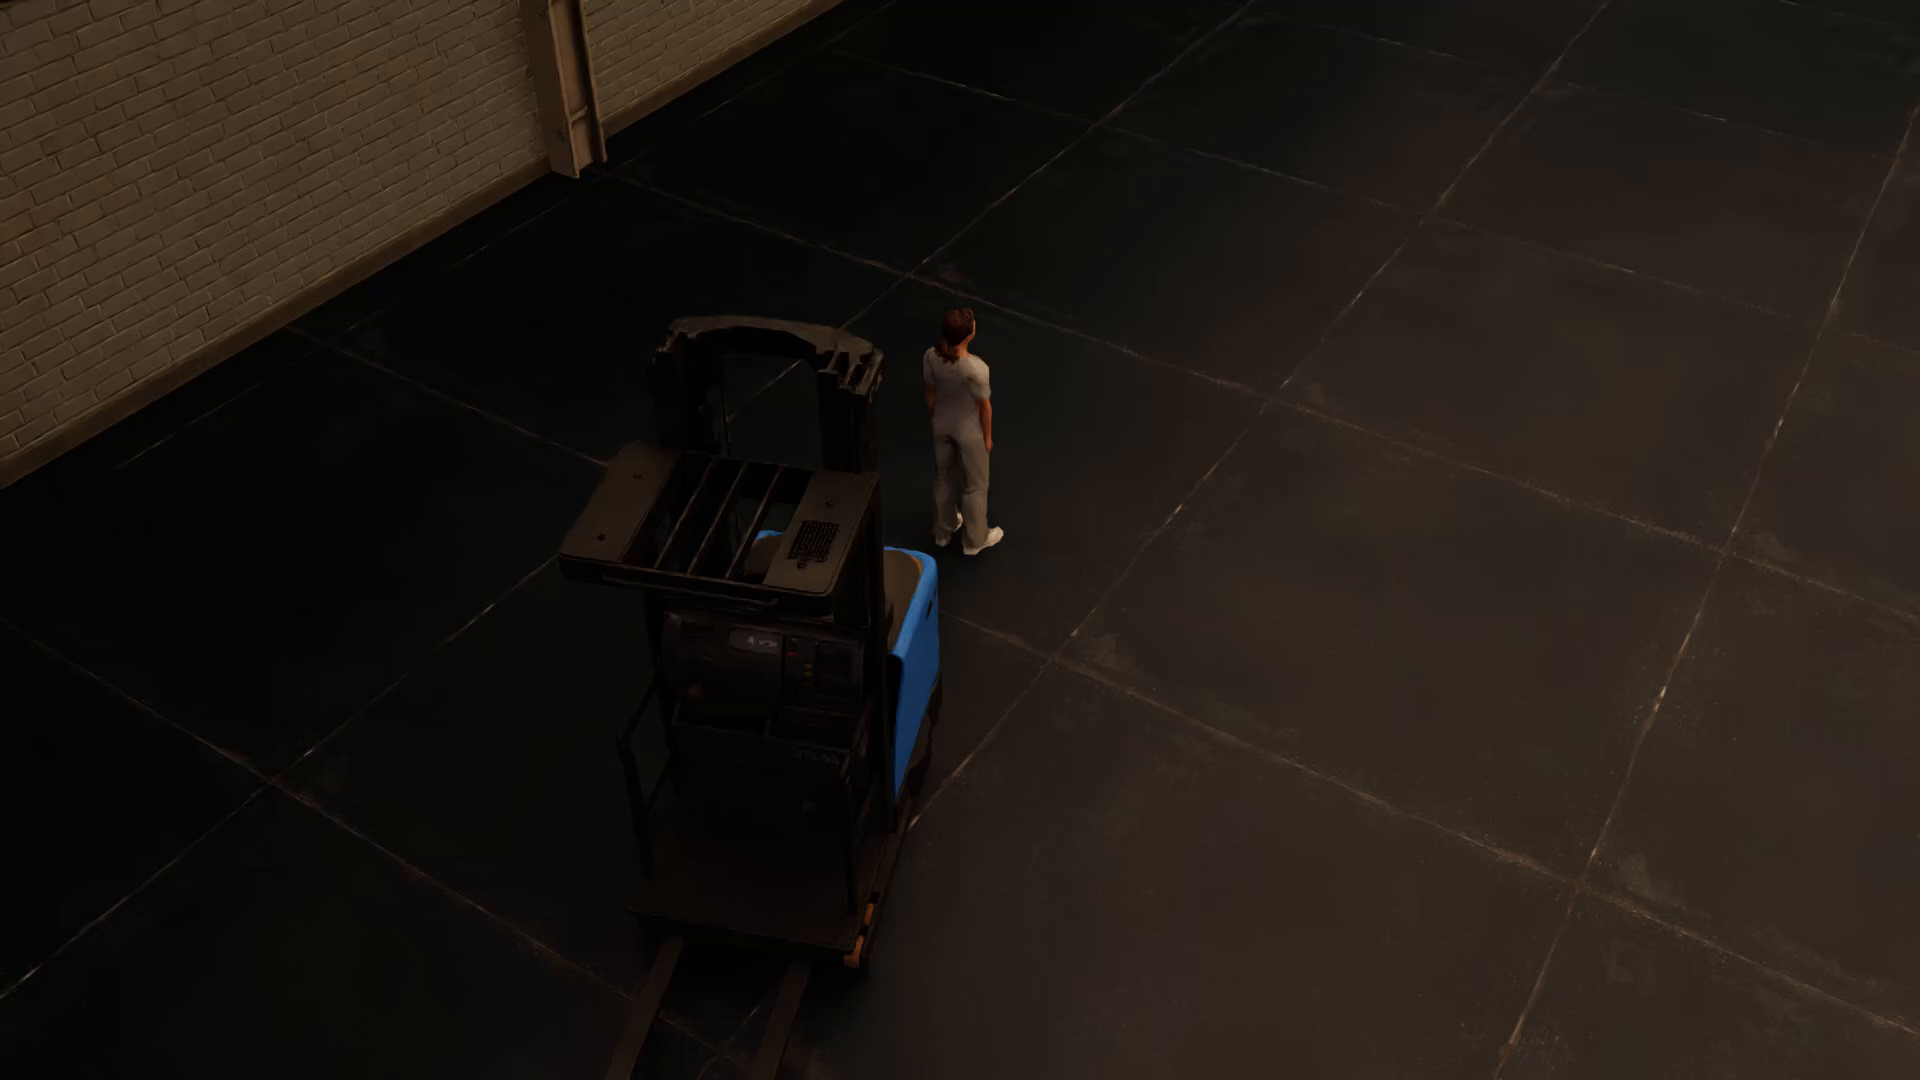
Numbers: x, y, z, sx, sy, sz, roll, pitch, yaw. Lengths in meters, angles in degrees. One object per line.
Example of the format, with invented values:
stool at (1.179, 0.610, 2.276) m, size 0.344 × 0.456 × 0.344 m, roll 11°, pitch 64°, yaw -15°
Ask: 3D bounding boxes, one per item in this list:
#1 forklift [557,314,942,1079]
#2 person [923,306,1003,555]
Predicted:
forklift at (-0.917, 0.631, 7.222) m, size 1.130 × 2.935 × 3.031 m, roll 8°, pitch 41°, yaw 9°
person at (0.004, -0.643, 9.699) m, size 0.430 × 1.673 × 0.365 m, roll 22°, pitch 45°, yaw 24°
